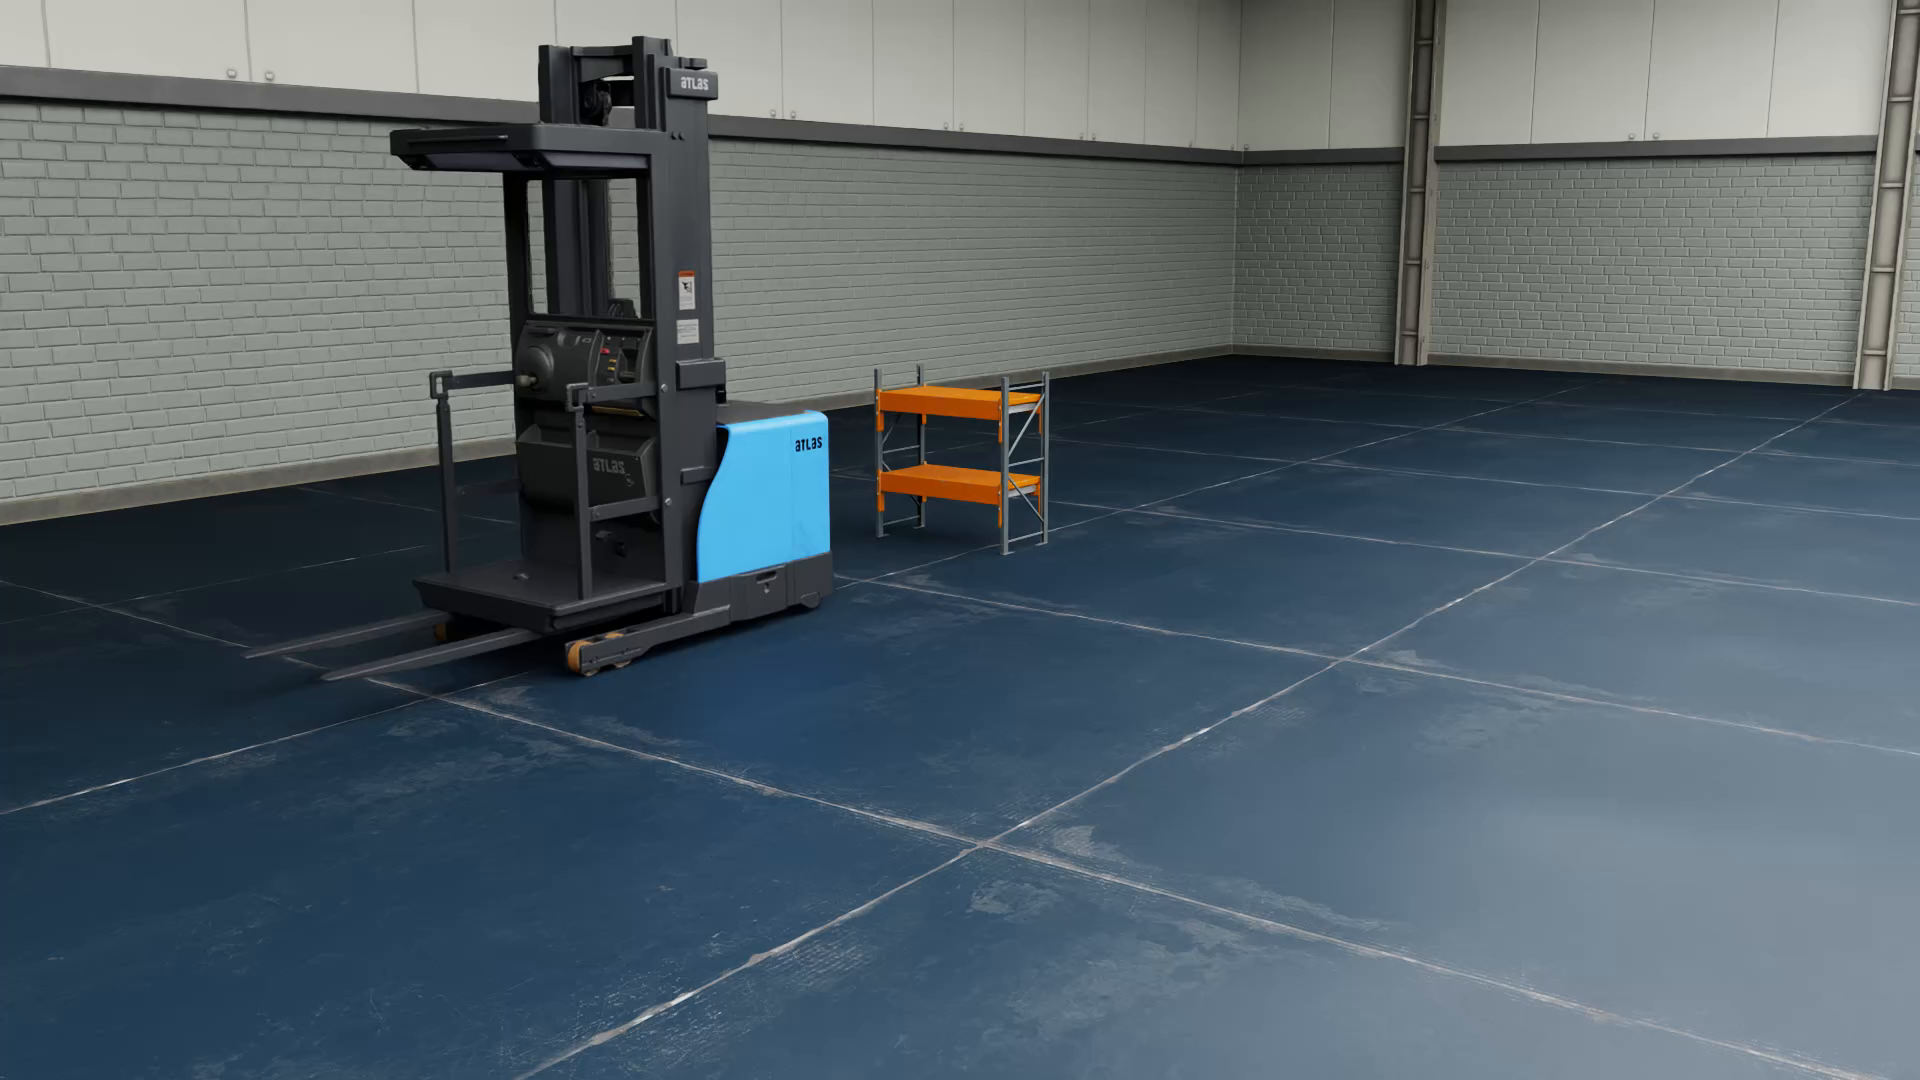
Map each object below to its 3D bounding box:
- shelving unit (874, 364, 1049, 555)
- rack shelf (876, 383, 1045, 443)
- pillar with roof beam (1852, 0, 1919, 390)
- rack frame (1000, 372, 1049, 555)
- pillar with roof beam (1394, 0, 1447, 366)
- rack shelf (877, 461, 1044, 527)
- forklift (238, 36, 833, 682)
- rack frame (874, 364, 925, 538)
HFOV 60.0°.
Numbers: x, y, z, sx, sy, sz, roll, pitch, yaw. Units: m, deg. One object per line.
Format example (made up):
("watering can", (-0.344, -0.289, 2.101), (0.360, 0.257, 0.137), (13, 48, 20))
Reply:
("shelving unit", (0.005, -0.552, 10.919), (1.048, 1.125, 0.538), (8, 13, 36))
("rack shelf", (0.005, -0.839, 10.863), (1.000, 0.278, 0.538), (8, 13, 36))
("pillar with roof beam", (8.884, -5.658, 16.583), (0.400, 9.000, 9.100), (8, 13, 36))
("rack frame", (0.415, -0.494, 10.624), (0.032, 1.125, 0.500), (8, 13, 36))
("pillar with roof beam", (4.048, -6.332, 20.069), (0.400, 9.000, 9.100), (8, 13, 36))
("rack shelf", (0.005, -0.311, 10.965), (1.000, 0.278, 0.538), (8, 13, 36))
("forklift", (-1.978, -0.909, 8.010), (1.130, 2.935, 3.031), (8, 14, 36))
("rack frame", (-0.404, -0.609, 11.214), (0.032, 1.125, 0.500), (8, 13, 36))
